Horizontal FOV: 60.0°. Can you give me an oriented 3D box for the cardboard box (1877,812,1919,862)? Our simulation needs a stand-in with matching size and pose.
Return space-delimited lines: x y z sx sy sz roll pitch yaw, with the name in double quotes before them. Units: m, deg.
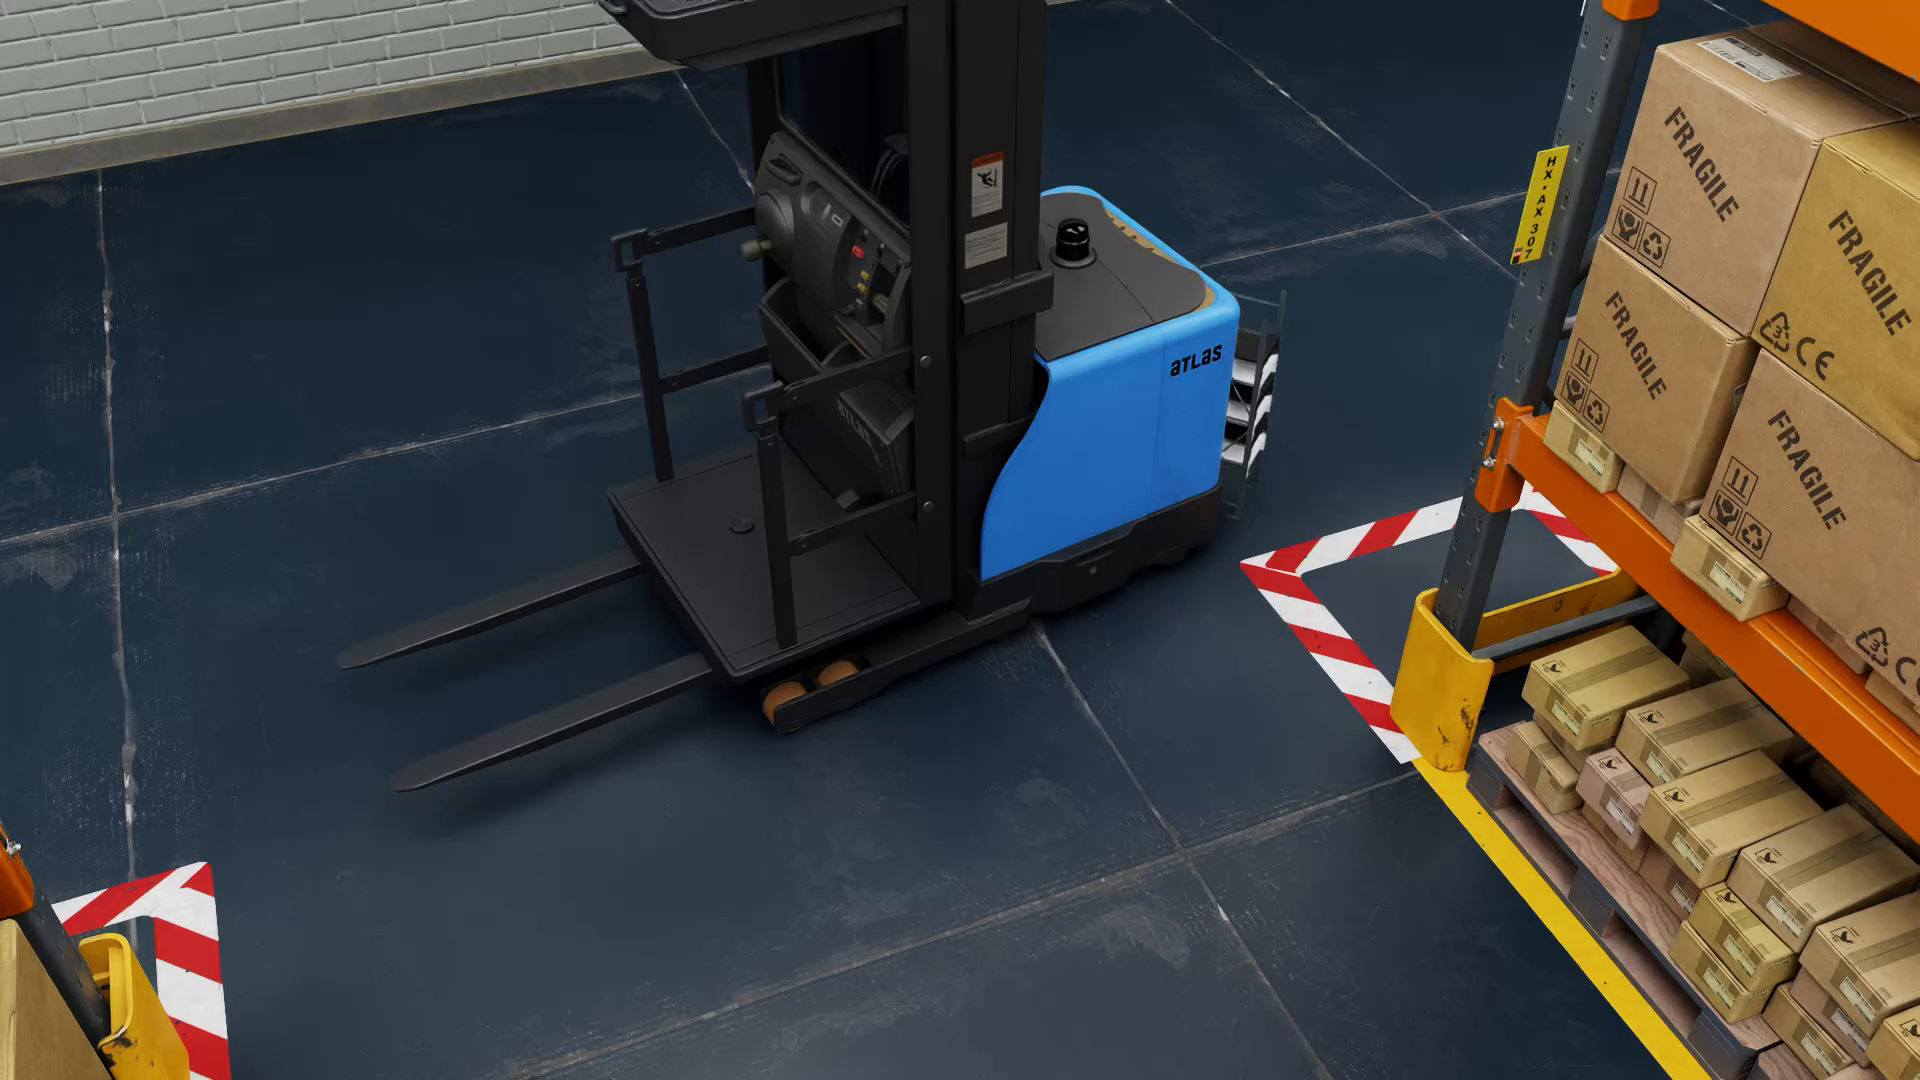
"cardboard box" 2.733 0.746 4.490 0.380 0.149 0.250 -17 43 -19

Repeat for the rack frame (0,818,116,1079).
"rack frame" -2.621 0.508 3.358 0.949 2.616 0.053 -15 43 -17

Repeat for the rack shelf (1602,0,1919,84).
"rack shelf" 2.762 -0.327 2.581 1.077 0.370 4.000 -15 43 -17

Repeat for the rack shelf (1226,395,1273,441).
"rack shelf" 1.006 -0.487 6.178 0.258 0.077 0.200 18 44 20

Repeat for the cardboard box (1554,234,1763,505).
"cardboard box" 1.913 -0.479 4.201 0.500 0.500 0.500 -13 42 -15

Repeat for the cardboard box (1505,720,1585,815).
"cardboard box" 1.901 0.650 5.058 0.380 0.149 0.250 -14 43 -16

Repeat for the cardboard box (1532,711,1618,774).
"cardboard box" 1.960 0.521 4.980 0.380 0.149 0.250 -13 42 -15

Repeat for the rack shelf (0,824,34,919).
"rack shelf" -1.859 1.987 2.191 1.077 0.370 4.000 -15 43 -17

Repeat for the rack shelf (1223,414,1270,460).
"rack shelf" 1.006 -0.419 6.236 0.258 0.077 0.200 18 44 20

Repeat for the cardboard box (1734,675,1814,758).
"cardboard box" 2.476 0.450 4.834 0.380 0.149 0.250 -14 43 -16

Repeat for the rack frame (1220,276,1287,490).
"rack frame" 1.050 -0.572 6.225 0.240 0.900 0.006 18 44 20

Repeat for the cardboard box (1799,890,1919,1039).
"cardboard box" 2.347 1.047 4.140 0.380 0.149 0.250 -14 43 -15

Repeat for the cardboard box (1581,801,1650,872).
"cardboard box" 2.077 0.787 4.899 0.380 0.149 0.250 -15 43 -17

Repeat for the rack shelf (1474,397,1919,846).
"rack shelf" 2.762 0.810 3.559 1.077 0.370 4.000 -15 43 -17

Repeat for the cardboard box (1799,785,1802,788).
"cardboard box" 2.583 0.649 5.059 0.380 0.149 0.250 -14 43 -16

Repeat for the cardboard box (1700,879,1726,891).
"cardboard box" 2.188 0.826 4.626 0.380 0.149 0.250 -15 43 -16

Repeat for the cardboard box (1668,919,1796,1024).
"cardboard box" 2.175 1.116 4.516 0.380 0.149 0.250 -15 43 -16

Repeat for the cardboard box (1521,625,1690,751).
"cardboard box" 1.883 0.429 4.859 0.380 0.149 0.250 -17 44 -19

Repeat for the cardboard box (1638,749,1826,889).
"cardboard box" 2.078 0.749 4.487 0.380 0.149 0.250 -15 43 -17

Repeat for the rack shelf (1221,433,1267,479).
"rack shelf" 1.006 -0.351 6.295 0.258 0.077 0.200 18 44 20

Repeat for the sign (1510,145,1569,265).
"sign" 1.495 -0.860 4.286 0.100 0.325 0.005 -15 43 -17

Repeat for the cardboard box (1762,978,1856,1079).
"cardboard box" 2.361 1.246 4.365 0.380 0.149 0.250 -15 43 -17

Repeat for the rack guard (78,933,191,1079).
"rack guard" -2.634 1.442 4.189 1.175 0.500 0.348 -15 43 -17

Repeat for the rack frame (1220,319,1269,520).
"rack frame" 0.961 -0.453 6.087 0.240 0.900 0.006 18 44 20

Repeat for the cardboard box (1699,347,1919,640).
"cardboard box" 2.142 -0.163 3.834 0.500 0.500 0.500 -15 43 -17

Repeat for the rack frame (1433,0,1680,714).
"rack frame" 1.997 -0.667 4.726 1.000 3.000 0.127 -15 43 -17

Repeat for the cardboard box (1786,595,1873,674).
"cardboard box" 2.233 0.145 3.973 0.380 0.149 0.250 -13 42 -15

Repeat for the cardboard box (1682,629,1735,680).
"cardboard box" 2.433 0.284 5.027 0.380 0.149 0.250 -15 43 -16

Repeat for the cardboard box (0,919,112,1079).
"cardboard box" -2.306 1.521 3.488 0.875 0.875 0.875 -15 43 -17

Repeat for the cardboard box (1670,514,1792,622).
"cardboard box" 2.007 0.023 4.115 0.380 0.149 0.250 -16 43 -18

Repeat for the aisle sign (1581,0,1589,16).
"aisle sign" 1.692 -1.622 3.842 0.394 0.787 0.004 -15 43 -17

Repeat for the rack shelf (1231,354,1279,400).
"rack shelf" 1.006 -0.624 6.060 0.258 0.077 0.200 18 44 20

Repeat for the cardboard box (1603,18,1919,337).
"cardboard box" 1.923 -0.861 3.878 0.500 0.500 0.500 -15 43 -17

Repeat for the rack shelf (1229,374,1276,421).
"rack shelf" 1.006 -0.556 6.119 0.258 0.077 0.200 18 44 20

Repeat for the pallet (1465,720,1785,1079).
"pallet" 2.304 0.934 5.002 1.003 0.211 1.213 -15 43 -17

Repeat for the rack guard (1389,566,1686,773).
"rack guard" 2.026 0.326 5.487 1.175 0.500 0.348 -15 43 -17

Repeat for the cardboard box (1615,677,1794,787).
"cardboard box" 2.100 0.565 4.700 0.380 0.149 0.250 -14 43 -16

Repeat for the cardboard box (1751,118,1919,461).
"cardboard box" 2.122 -0.558 3.527 0.500 0.500 0.500 -14 43 -16

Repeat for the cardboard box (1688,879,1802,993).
"cardboard box" 2.186 1.007 4.414 0.380 0.149 0.250 -14 43 -16

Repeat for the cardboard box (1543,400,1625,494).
"cardboard box" 1.818 -0.295 4.485 0.380 0.149 0.250 -15 43 -17

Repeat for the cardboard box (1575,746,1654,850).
"cardboard box" 2.013 0.700 4.771 0.380 0.149 0.250 -15 43 -17

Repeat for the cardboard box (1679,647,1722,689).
"cardboard box" 2.462 0.388 5.134 0.380 0.149 0.250 -16 43 -18

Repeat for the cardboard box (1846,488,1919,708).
"cardboard box" 2.317 0.136 3.487 0.500 0.500 0.500 -15 43 -16

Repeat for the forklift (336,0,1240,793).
"forklift" -0.577 -0.872 5.016 3.031 2.935 1.130 -21 45 -23

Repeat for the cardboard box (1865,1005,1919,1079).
"cardboard box" 2.405 1.217 3.942 0.380 0.149 0.250 -14 43 -16

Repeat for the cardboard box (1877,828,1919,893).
"cardboard box" 2.671 0.888 4.553 0.380 0.149 0.250 -16 43 -17

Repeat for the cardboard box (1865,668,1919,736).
"cardboard box" 2.314 0.315 3.776 0.380 0.149 0.250 -16 43 -17

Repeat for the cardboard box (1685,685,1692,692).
"cardboard box" 2.391 0.519 5.210 0.380 0.149 0.250 -14 43 -16

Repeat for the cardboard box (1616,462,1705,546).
"cardboard box" 1.953 -0.152 4.319 0.380 0.149 0.250 -14 43 -15

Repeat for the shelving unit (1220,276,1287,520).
"shelving unit" 1.006 -0.513 6.156 0.258 0.900 0.210 18 44 20

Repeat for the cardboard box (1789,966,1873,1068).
"cardboard box" 2.375 1.143 4.256 0.380 0.149 0.250 -17 44 -19

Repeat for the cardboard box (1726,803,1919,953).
"cardboard box" 2.249 0.878 4.337 0.380 0.149 0.250 -17 44 -19

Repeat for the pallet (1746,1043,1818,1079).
"pallet" 2.767 1.668 4.149 1.003 0.211 1.213 -15 43 -17

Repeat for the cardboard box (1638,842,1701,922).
"cardboard box" 2.179 0.935 4.727 0.380 0.149 0.250 -15 43 -16

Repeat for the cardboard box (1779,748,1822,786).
"cardboard box" 2.513 0.559 4.936 0.380 0.149 0.250 -16 43 -18

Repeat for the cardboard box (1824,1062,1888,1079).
"cardboard box" 2.376 1.418 4.165 0.380 0.149 0.250 -17 44 -19

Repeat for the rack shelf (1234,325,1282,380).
"rack shelf" 1.006 -0.692 6.002 0.258 0.077 0.200 18 44 20

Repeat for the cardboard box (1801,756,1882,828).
"cardboard box" 2.663 0.701 4.771 0.380 0.149 0.250 -17 43 -19
